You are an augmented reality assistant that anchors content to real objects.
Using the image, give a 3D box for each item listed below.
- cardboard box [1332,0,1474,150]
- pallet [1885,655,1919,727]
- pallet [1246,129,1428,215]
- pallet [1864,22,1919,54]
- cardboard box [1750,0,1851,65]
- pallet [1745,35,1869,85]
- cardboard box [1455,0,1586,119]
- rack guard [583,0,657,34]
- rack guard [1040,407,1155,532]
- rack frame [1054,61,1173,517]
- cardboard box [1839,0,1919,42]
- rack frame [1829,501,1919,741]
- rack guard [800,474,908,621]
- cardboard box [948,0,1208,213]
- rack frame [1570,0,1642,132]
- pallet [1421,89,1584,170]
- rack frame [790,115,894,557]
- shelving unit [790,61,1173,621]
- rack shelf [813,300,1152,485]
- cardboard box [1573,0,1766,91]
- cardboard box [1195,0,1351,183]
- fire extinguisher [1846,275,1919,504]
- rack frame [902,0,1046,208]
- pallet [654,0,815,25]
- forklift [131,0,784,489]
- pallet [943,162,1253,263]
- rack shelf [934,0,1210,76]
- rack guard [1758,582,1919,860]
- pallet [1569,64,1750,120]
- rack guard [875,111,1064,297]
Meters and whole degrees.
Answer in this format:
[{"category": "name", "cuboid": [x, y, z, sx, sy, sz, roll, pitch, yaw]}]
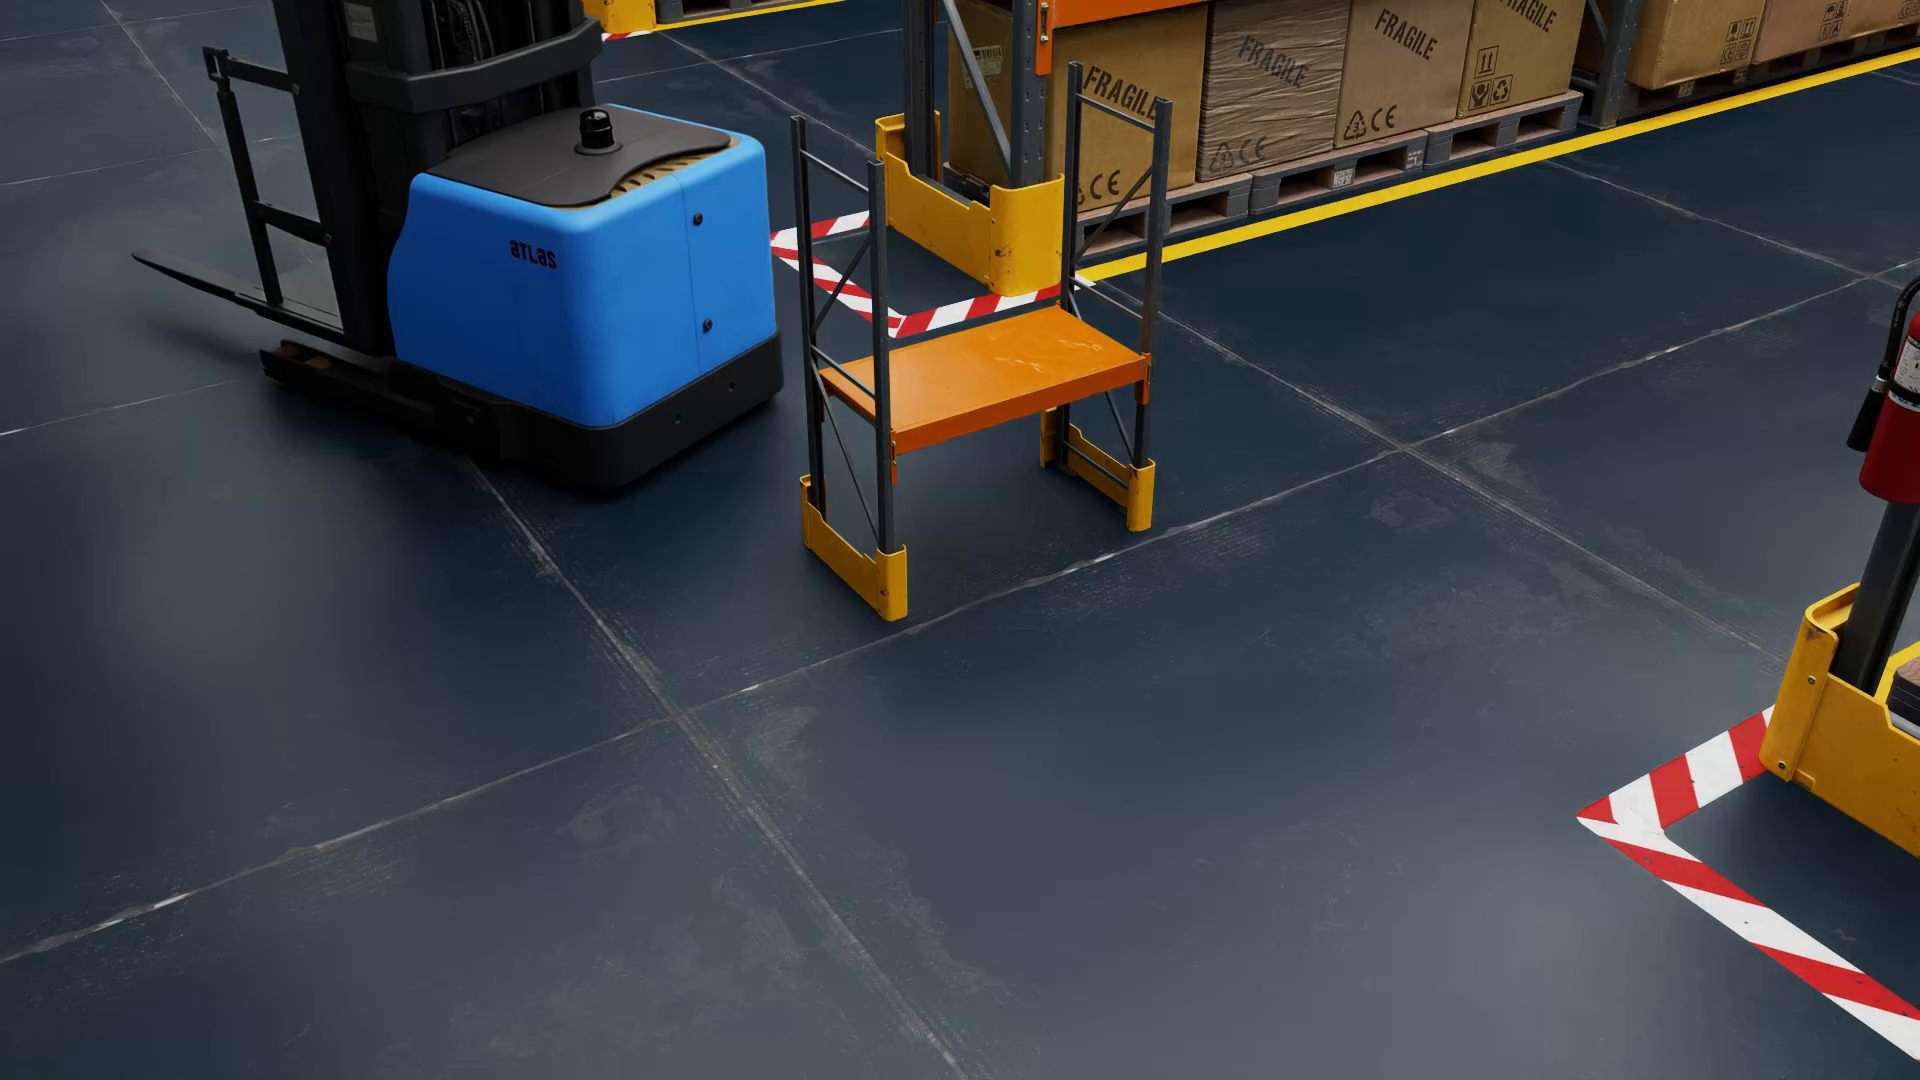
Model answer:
[{"category": "cardboard box", "cuboid": [2.056, -2.687, 8.795, 0.875, 0.875, 0.875, -19, 37, -27]}, {"category": "pallet", "cuboid": [3.446, 0.513, 4.739, 1.213, 0.211, 1.003, -19, 37, -27]}, {"category": "pallet", "cuboid": [1.703, -2.104, 8.887, 1.213, 0.211, 1.003, -19, 37, -27]}, {"category": "pallet", "cuboid": [6.069, -3.605, 11.268, 1.213, 0.211, 1.003, -19, 37, -27]}, {"category": "cardboard box", "cuboid": [4.688, -3.554, 10.171, 0.875, 0.875, 1.225, -20, 38, -29]}, {"category": "pallet", "cuboid": [5.045, -3.255, 10.712, 1.213, 0.211, 1.003, -19, 37, -27]}, {"category": "cardboard box", "cuboid": [2.813, -2.947, 9.208, 0.875, 0.875, 0.875, -19, 37, -27]}, {"category": "rack guard", "cuboid": [-2.490, -3.885, 11.439, 0.348, 0.500, 1.175, -19, 37, -27]}, {"category": "rack guard", "cuboid": [0.483, -0.272, 5.946, 0.087, 0.250, 0.587, -19, 37, -27]}, {"category": "rack frame", "cuboid": [0.499, -0.806, 5.622, 0.032, 1.500, 0.500, -19, 37, -27]}, {"category": "cardboard box", "cuboid": [5.428, -3.814, 10.582, 0.875, 0.875, 1.225, -19, 37, -27]}, {"category": "rack frame", "cuboid": [2.732, -0.445, 3.644, 0.127, 3.000, 1.000, -19, 37, -27]}, {"category": "rack guard", "cuboid": [-0.354, 0.016, 5.490, 0.087, 0.250, 0.587, -19, 37, -27]}, {"category": "cardboard box", "cuboid": [0.543, -2.166, 7.970, 0.875, 0.875, 0.875, -19, 37, -27]}, {"category": "rack frame", "cuboid": [3.411, -3.823, 8.998, 0.127, 3.000, 1.000, -19, 37, -27]}, {"category": "pallet", "cuboid": [2.729, -2.459, 9.450, 1.213, 0.211, 1.003, -19, 37, -27]}, {"category": "rack frame", "cuboid": [-0.356, -0.512, 5.156, 0.032, 1.500, 0.500, -19, 37, -27]}, {"category": "shelving unit", "cuboid": [0.064, -0.656, 5.385, 1.083, 1.500, 0.587, -19, 37, -27]}, {"category": "rack shelf", "cuboid": [0.072, -0.507, 5.485, 1.000, 0.185, 0.538, -19, 37, -27]}, {"category": "cardboard box", "cuboid": [3.938, -3.296, 9.761, 0.875, 0.875, 1.225, -19, 37, -27]}, {"category": "cardboard box", "cuboid": [1.308, -2.429, 8.387, 0.875, 0.875, 0.875, -19, 37, -27]}, {"category": "fire extinguisher", "cuboid": [2.359, -0.415, 4.019, 0.183, 0.674, 0.296, -19, 37, -27]}, {"category": "rack frame", "cuboid": [0.049, -2.666, 7.165, 0.127, 3.000, 1.000, -19, 37, -27]}, {"category": "pallet", "cuboid": [-1.788, -3.981, 11.864, 1.213, 0.211, 1.003, -19, 37, -27]}, {"category": "forklift", "cuboid": [-2.210, -2.017, 6.201, 3.031, 2.935, 1.130, 19, 37, 28]}, {"category": "pallet", "cuboid": [0.678, -1.753, 8.331, 1.213, 0.211, 1.003, -19, 37, -27]}, {"category": "rack shelf", "cuboid": [1.730, -2.940, 8.274, 4.000, 0.370, 1.077, -19, 37, -27]}, {"category": "rack guard", "cuboid": [2.719, 0.625, 4.291, 0.348, 0.500, 1.175, -19, 37, -27]}, {"category": "pallet", "cuboid": [4.018, -2.900, 10.150, 1.213, 0.211, 1.003, -19, 37, -27]}, {"category": "rack guard", "cuboid": [0.028, -1.602, 7.821, 0.348, 0.500, 1.175, -19, 37, -27]}]
